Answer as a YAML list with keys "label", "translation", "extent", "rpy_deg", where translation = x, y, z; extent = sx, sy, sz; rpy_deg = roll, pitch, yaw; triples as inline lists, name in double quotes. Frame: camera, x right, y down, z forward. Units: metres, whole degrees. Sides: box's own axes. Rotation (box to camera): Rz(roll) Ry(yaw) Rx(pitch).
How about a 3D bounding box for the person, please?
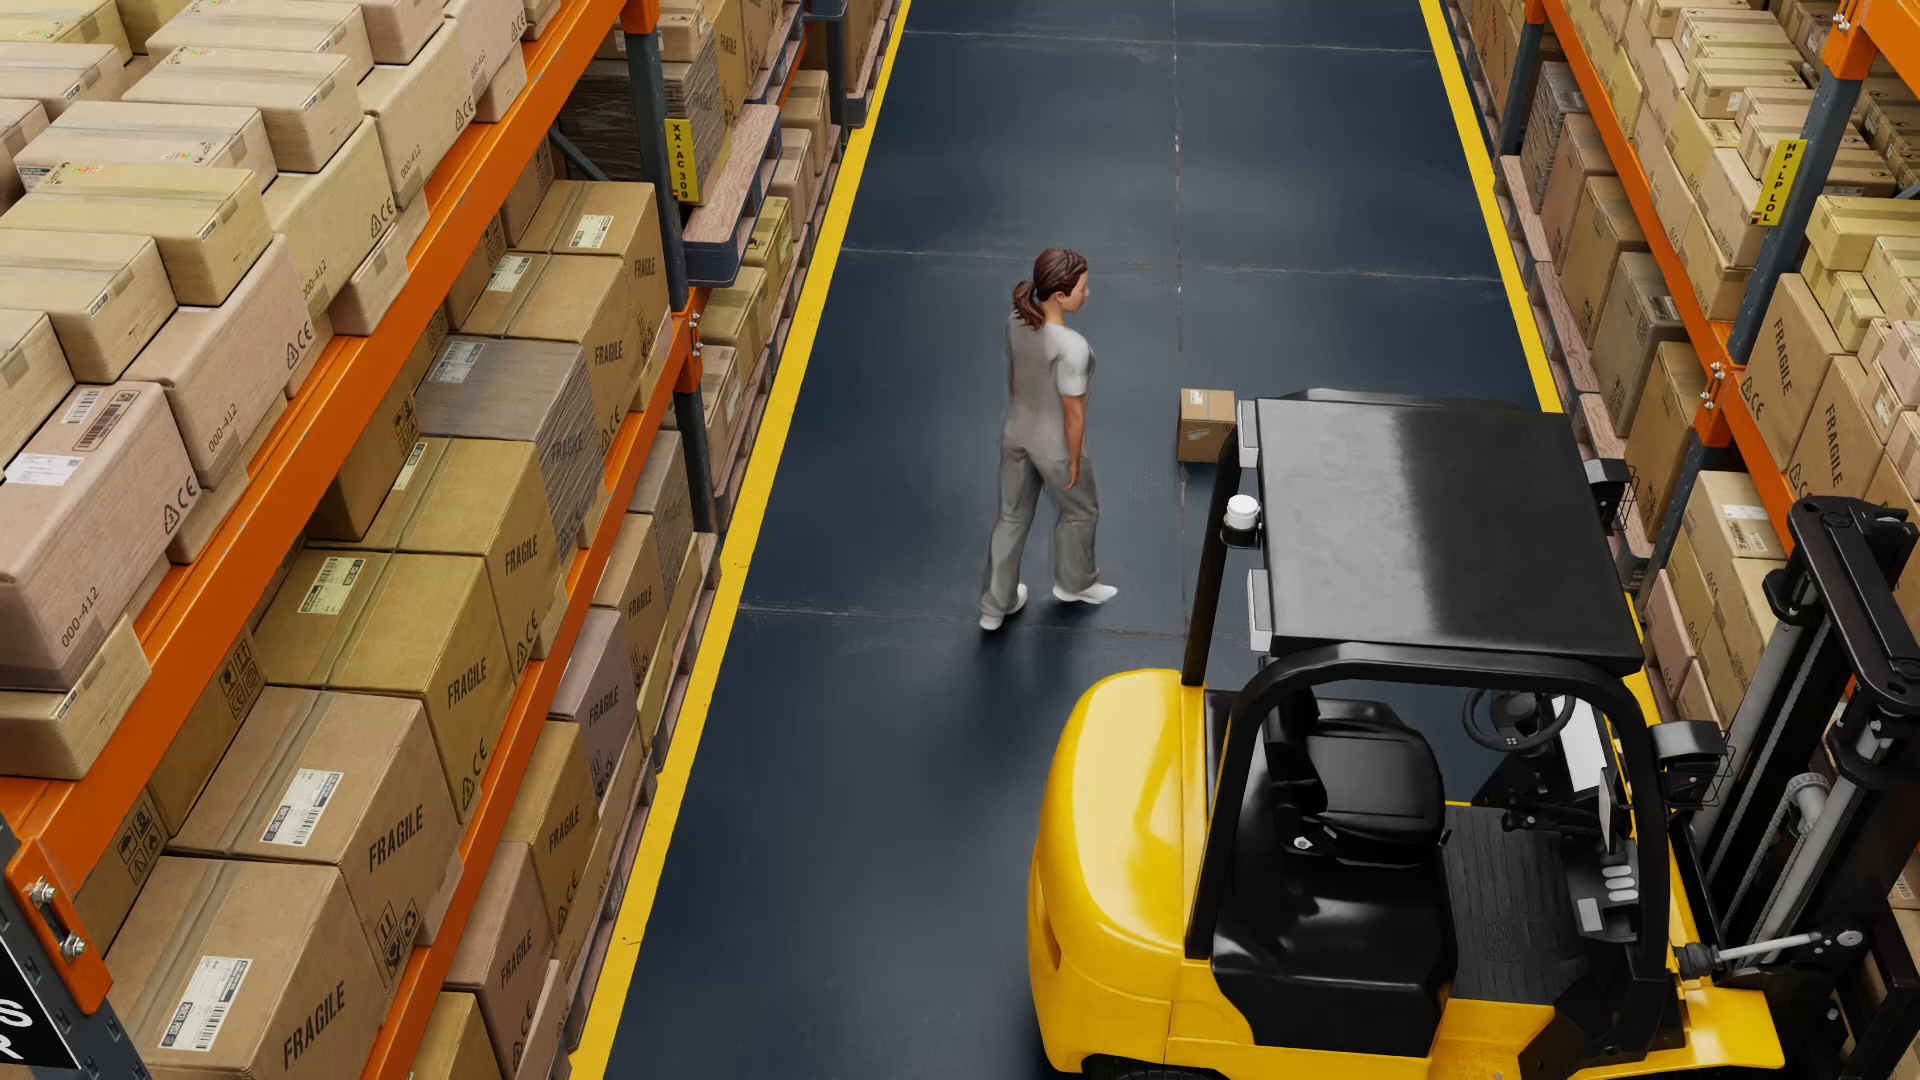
- label: "person"
  translation: [0.317, -0.361, 6.604]
  extent: [0.462, 1.714, 0.637]
  rpy_deg: [33, 50, 32]
